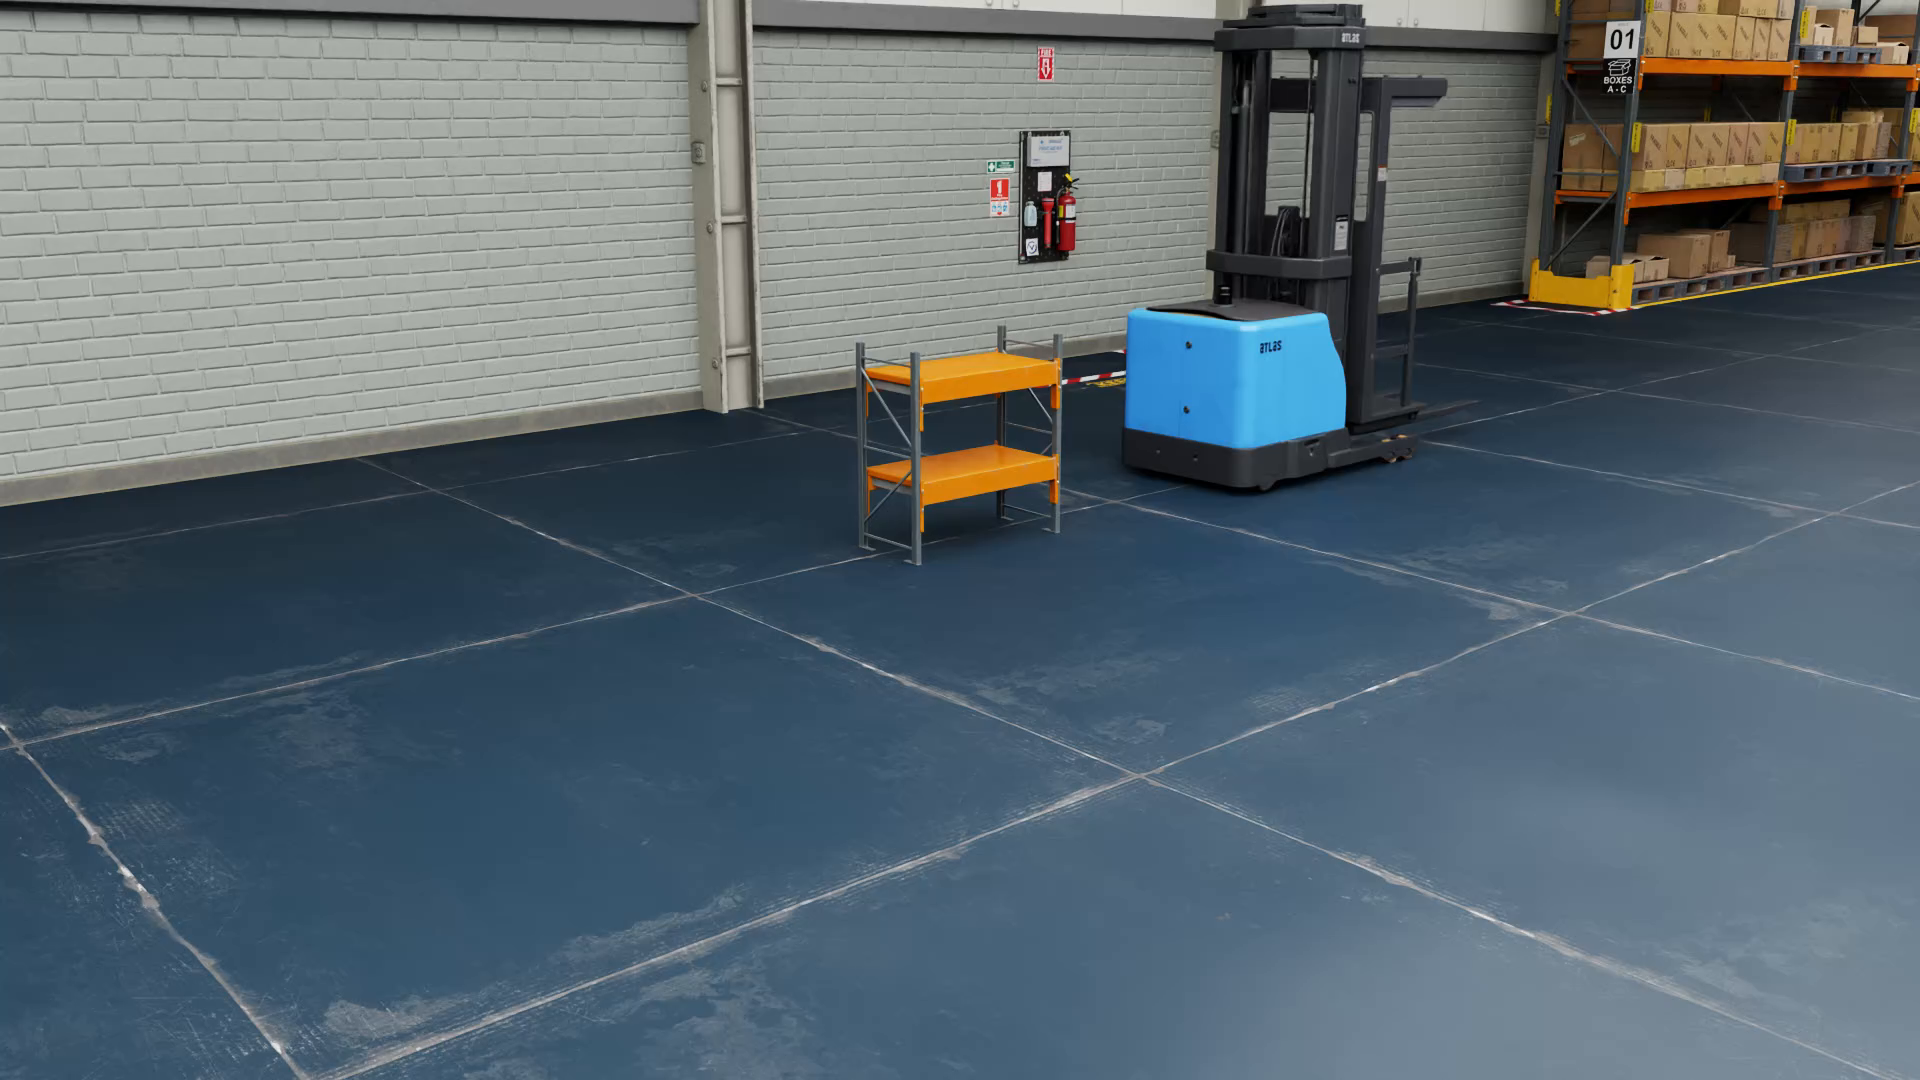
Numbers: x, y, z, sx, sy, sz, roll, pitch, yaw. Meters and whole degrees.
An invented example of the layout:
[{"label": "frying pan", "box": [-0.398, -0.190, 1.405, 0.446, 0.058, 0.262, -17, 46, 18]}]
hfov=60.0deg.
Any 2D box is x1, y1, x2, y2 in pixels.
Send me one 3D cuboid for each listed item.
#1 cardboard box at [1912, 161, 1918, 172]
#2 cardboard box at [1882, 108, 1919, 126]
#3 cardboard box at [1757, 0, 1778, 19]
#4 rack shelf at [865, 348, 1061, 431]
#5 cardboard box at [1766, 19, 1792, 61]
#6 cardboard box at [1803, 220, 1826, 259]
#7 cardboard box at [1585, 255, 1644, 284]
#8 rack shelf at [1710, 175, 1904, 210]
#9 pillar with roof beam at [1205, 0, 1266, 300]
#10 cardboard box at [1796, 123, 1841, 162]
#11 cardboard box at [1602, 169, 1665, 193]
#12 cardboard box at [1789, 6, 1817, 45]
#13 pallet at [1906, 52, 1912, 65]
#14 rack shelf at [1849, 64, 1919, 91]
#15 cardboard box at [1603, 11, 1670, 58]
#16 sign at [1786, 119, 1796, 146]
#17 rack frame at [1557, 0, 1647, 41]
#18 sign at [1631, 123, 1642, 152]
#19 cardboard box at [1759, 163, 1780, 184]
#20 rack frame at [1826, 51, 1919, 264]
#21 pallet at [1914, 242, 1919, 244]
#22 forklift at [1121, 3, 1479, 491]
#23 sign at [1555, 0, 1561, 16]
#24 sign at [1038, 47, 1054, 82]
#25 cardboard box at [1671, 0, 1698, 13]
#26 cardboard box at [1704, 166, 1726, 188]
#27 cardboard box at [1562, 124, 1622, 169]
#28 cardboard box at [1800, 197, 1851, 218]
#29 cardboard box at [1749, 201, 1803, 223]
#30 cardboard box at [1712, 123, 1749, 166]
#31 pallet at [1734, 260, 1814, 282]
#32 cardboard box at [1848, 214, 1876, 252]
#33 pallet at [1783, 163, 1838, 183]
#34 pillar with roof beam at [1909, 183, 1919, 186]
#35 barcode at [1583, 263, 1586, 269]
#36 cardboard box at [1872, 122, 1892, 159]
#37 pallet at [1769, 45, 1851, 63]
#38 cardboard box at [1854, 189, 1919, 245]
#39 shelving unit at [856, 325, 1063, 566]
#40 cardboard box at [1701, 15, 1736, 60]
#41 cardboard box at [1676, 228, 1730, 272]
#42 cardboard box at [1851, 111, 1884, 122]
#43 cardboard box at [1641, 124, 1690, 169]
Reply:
[{"label": "cardboard box", "box": [13.924, -5.540, 24.624, 0.250, 0.149, 0.380, -12, 19, -39]}, {"label": "cardboard box", "box": [13.861, -6.195, 24.369, 0.500, 0.250, 0.500, -12, 19, -38]}, {"label": "cardboard box", "box": [9.701, -6.679, 20.460, 0.500, 0.500, 0.500, -11, 19, -36]}, {"label": "rack shelf", "box": [0.005, -0.827, 9.034, 1.000, 0.278, 0.538, -13, 19, -39]}, {"label": "cardboard box", "box": [10.090, -6.295, 20.960, 0.500, 0.500, 0.500, -12, 19, -38]}, {"label": "cardboard box", "box": [11.623, -4.231, 23.267, 0.500, 0.500, 0.700, -12, 19, -39]}, {"label": "cardboard box", "box": [7.874, -3.258, 19.991, 0.500, 0.311, 0.500, 13, 20, 41]}, {"label": "rack shelf", "box": [11.819, -4.913, 23.225, 4.000, 0.370, 1.077, -13, 19, -39]}, {"label": "pillar with roof beam", "box": [5.553, -5.575, 12.685, 0.400, 9.000, 9.100, -13, 19, -39]}, {"label": "cardboard box", "box": [11.619, -5.473, 22.882, 0.500, 0.500, 0.700, -10, 18, -32]}, {"label": "cardboard box", "box": [7.869, -4.202, 19.422, 0.500, 0.250, 0.500, -13, 20, -41]}, {"label": "cardboard box", "box": [10.775, -6.699, 21.698, 0.500, 0.500, 0.500, -9, 18, -32]}, {"label": "pallet", "box": [13.779, -7.077, 24.485, 1.003, 0.211, 1.213, -12, 19, -37]}, {"label": "rack shelf", "box": [14.836, -7.040, 25.375, 4.000, 0.370, 1.077, -13, 19, -39]}, {"label": "cardboard box", "box": [7.709, -5.760, 18.955, 0.500, 0.500, 0.500, -12, 19, -38]}, {"label": "sign", "box": [10.672, -5.236, 21.362, 0.005, 0.325, 0.100, -13, 19, -39]}, {"label": "rack frame", "box": [7.293, -7.143, 18.553, 0.127, 3.000, 1.000, -13, 19, -39]}, {"label": "sign", "box": [7.649, -4.557, 18.820, 0.005, 0.325, 0.100, -13, 19, -39]}, {"label": "cardboard box", "box": [10.152, -4.720, 21.360, 0.500, 0.250, 0.500, -13, 19, -39]}, {"label": "rack frame", "box": [13.328, -5.600, 24.401, 0.127, 3.000, 1.000, -13, 19, -39]}, {"label": "pallet", "box": [14.892, -4.577, 25.976, 1.213, 0.211, 1.003, -13, 19, -39]}, {"label": "forklift", "box": [2.477, -2.019, 11.130, 3.031, 2.935, 1.130, -13, 20, -41]}, {"label": "sign", "box": [6.943, -6.233, 19.243, 0.005, 0.325, 0.100, -13, 19, -39]}, {"label": "sign", "box": [0.766, -4.242, 14.825, 0.199, 0.298, 0.001, -13, 19, -39]}, {"label": "cardboard box", "box": [8.154, -6.328, 19.144, 0.500, 0.500, 0.500, -13, 20, -40]}, {"label": "cardboard box", "box": [9.023, -4.464, 20.400, 0.500, 0.250, 0.500, -12, 19, -39]}, {"label": "cardboard box", "box": [7.509, -4.665, 19.701, 0.500, 0.500, 0.500, -13, 20, -40]}, {"label": "cardboard box", "box": [12.348, -4.750, 23.760, 0.500, 0.250, 0.500, -12, 19, -38]}, {"label": "cardboard box", "box": [11.185, -4.492, 22.794, 0.500, 0.250, 0.500, -13, 20, -41]}, {"label": "cardboard box", "box": [9.397, -4.912, 20.627, 0.500, 0.500, 0.500, -13, 20, -41]}, {"label": "pallet", "box": [10.897, -3.707, 22.719, 1.213, 0.211, 1.003, -13, 19, -39]}, {"label": "cardboard box", "box": [12.819, -4.472, 24.172, 0.500, 0.500, 0.700, -12, 19, -39]}, {"label": "pallet", "box": [10.982, -4.930, 22.268, 1.213, 0.211, 1.003, -13, 19, -39]}, {"label": "pillar with roof beam", "box": [19.131, -8.624, 24.100, 0.400, 9.000, 9.100, -13, 19, -39]}, {"label": "barcode", "box": [7.625, -3.343, 20.293, 0.075, 0.075, 0.001, -13, 19, -39]}, {"label": "cardboard box", "box": [12.980, -5.779, 24.026, 0.700, 0.500, 0.500, 13, 20, 40]}, {"label": "pallet", "box": [10.846, -6.364, 21.815, 1.003, 0.211, 1.213, -13, 19, -39]}, {"label": "cardboard box", "box": [13.969, -4.863, 24.995, 0.750, 0.750, 0.750, -13, 20, -40]}, {"label": "shelving unit", "box": [0.005, -0.545, 9.109, 1.048, 1.125, 0.538, -13, 19, -39]}, {"label": "cardboard box", "box": [8.917, -6.027, 19.957, 0.500, 0.500, 0.500, -11, 19, -36]}, {"label": "cardboard box", "box": [9.553, -3.743, 21.443, 0.500, 0.500, 0.500, 14, 21, 43]}, {"label": "cardboard box", "box": [13.087, -6.110, 24.007, 0.380, 0.149, 0.250, 13, 20, 40]}, {"label": "cardboard box", "box": [8.230, -4.648, 19.637, 0.500, 0.500, 0.500, -13, 19, -39]}]
